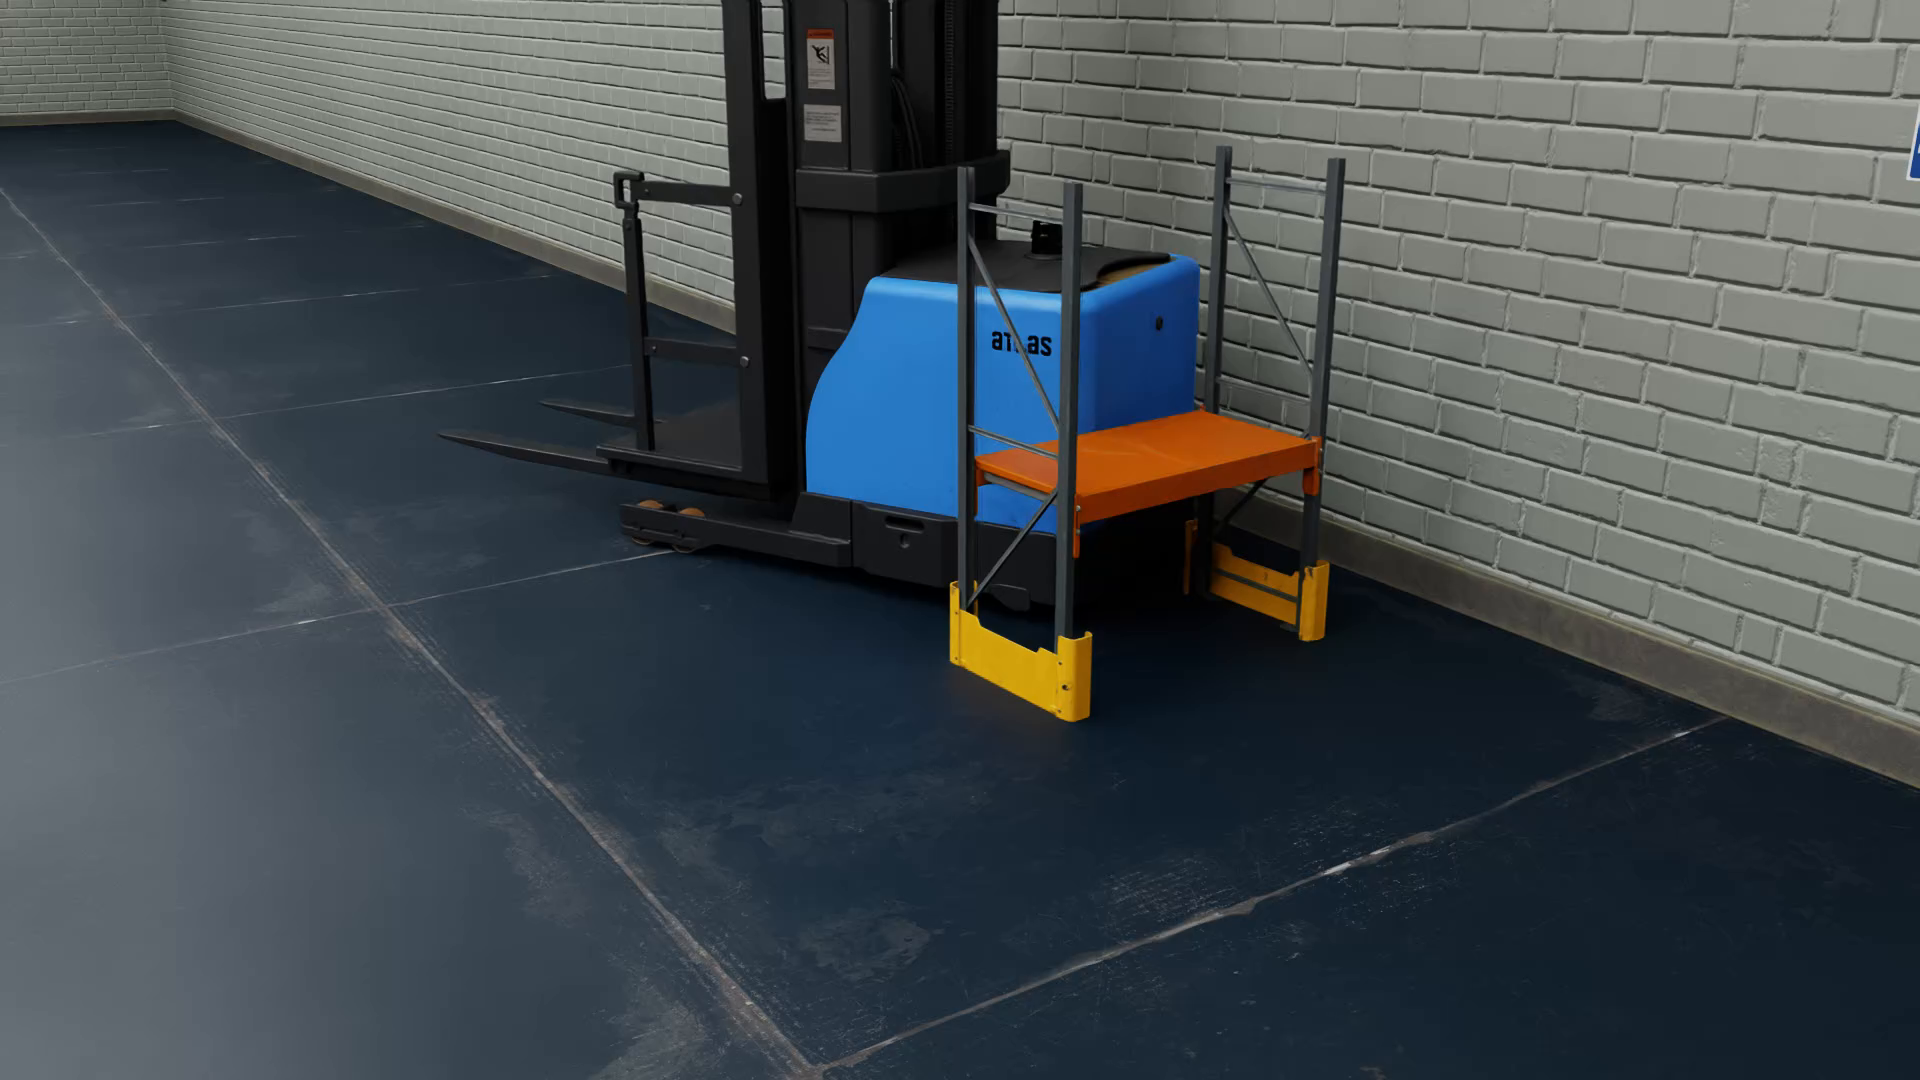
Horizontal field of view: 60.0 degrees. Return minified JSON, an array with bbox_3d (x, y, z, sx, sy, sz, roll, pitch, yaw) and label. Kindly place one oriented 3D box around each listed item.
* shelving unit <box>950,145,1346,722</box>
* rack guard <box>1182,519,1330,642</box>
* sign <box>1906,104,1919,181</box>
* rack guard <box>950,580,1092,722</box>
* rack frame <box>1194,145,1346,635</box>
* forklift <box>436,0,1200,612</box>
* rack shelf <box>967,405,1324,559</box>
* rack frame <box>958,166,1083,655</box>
[{"bbox_3d":[0.568,-0.370,4.997,1.083,1.500,0.587,-14,23,-35],"label":"shelving unit"},{"bbox_3d":[0.965,0.126,5.482,0.087,0.250,0.587,-14,23,-35],"label":"rack guard"},{"bbox_3d":[2.429,-0.950,3.948,0.001,0.218,0.327,-12,22,-31],"label":"sign"},{"bbox_3d":[0.171,0.318,4.913,0.087,0.250,0.587,-14,23,-35],"label":"rack guard"},{"bbox_3d":[0.966,-0.466,5.283,0.032,1.500,0.500,-14,23,-35],"label":"rack frame"},{"bbox_3d":[-0.679,-1.474,6.029,3.031,2.935,1.130,10,21,27],"label":"forklift"},{"bbox_3d":[0.561,-0.198,5.050,1.000,0.185,0.538,-14,23,-35],"label":"rack shelf"},{"bbox_3d":[0.155,-0.270,4.702,0.032,1.500,0.500,-14,23,-35],"label":"rack frame"}]
